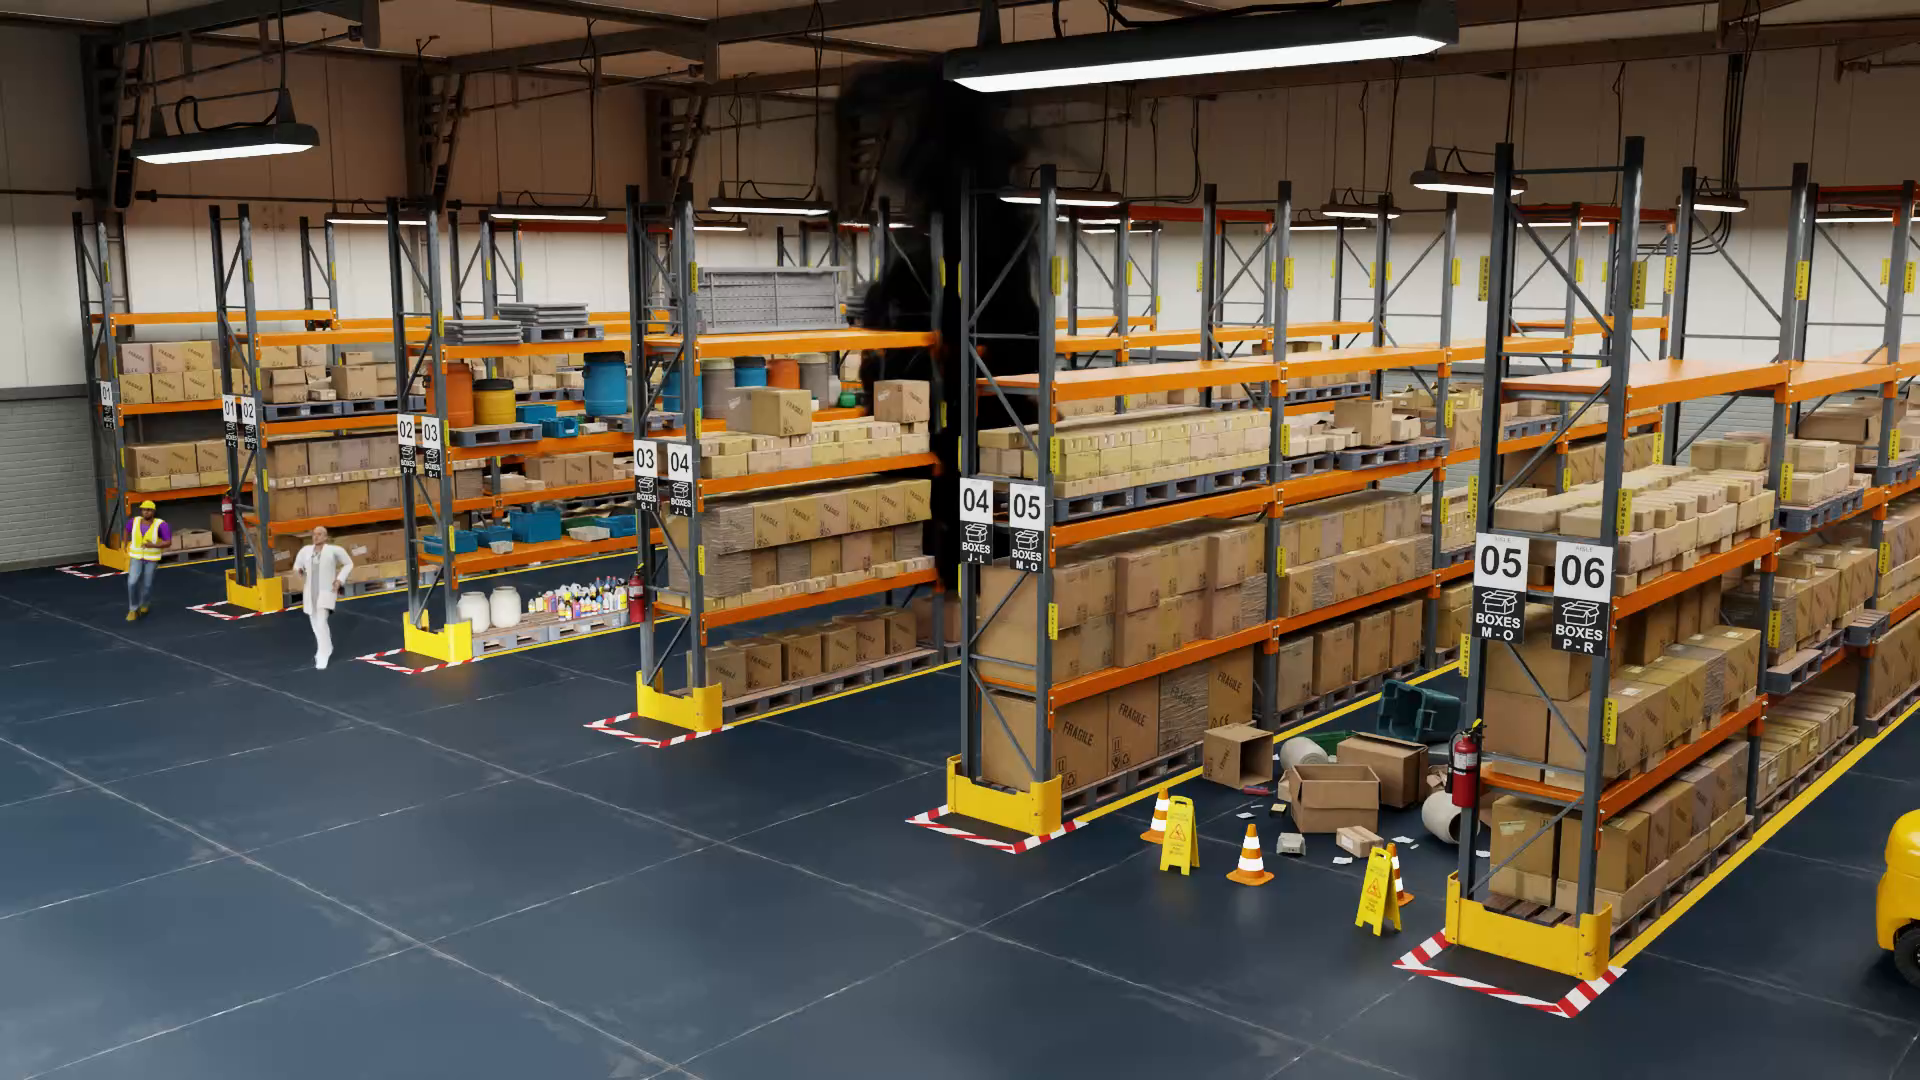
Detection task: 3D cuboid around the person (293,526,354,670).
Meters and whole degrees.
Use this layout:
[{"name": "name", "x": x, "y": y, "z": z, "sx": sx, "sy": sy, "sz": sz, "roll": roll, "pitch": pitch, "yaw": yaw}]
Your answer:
[{"name": "person", "x": -8.270, "y": 0.732, "z": 21.504, "sx": 0.709, "sy": 1.830, "sz": 0.726, "roll": 1, "pitch": 10, "yaw": 7}]

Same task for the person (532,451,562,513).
[{"name": "person", "x": -7.811, "y": -0.921, "z": 31.500, "sx": 0.643, "sy": 1.796, "sz": 0.857, "roll": 5, "pitch": 11, "yaw": 28}]

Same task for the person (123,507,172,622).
[{"name": "person", "x": -11.880, "y": 0.316, "z": 24.356, "sx": 0.689, "sy": 1.765, "sz": 0.670, "roll": -3, "pitch": 10, "yaw": -16}]
